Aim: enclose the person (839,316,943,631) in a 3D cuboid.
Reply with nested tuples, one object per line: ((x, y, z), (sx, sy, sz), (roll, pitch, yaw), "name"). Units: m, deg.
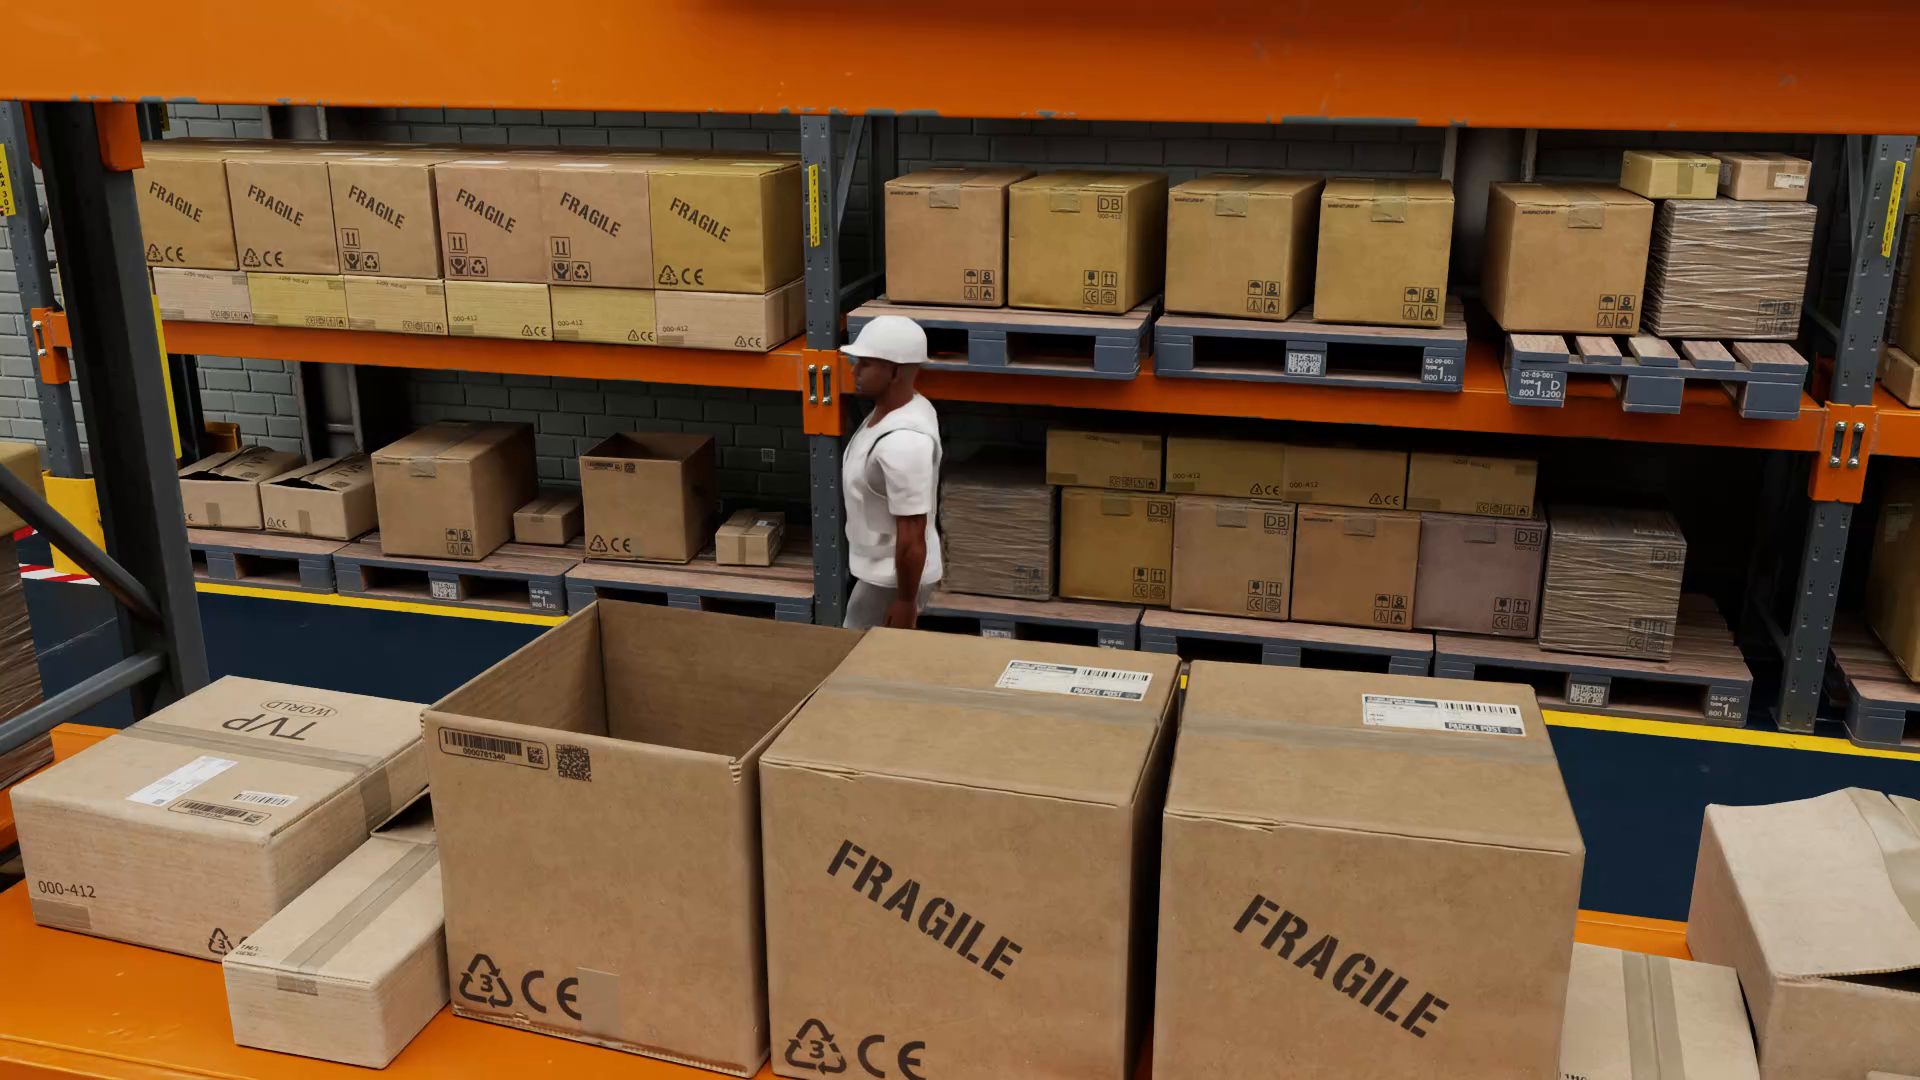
((-0.174, 0.103, 5.665), (0.772, 1.750, 0.573), (0, 18, -1), "person")
